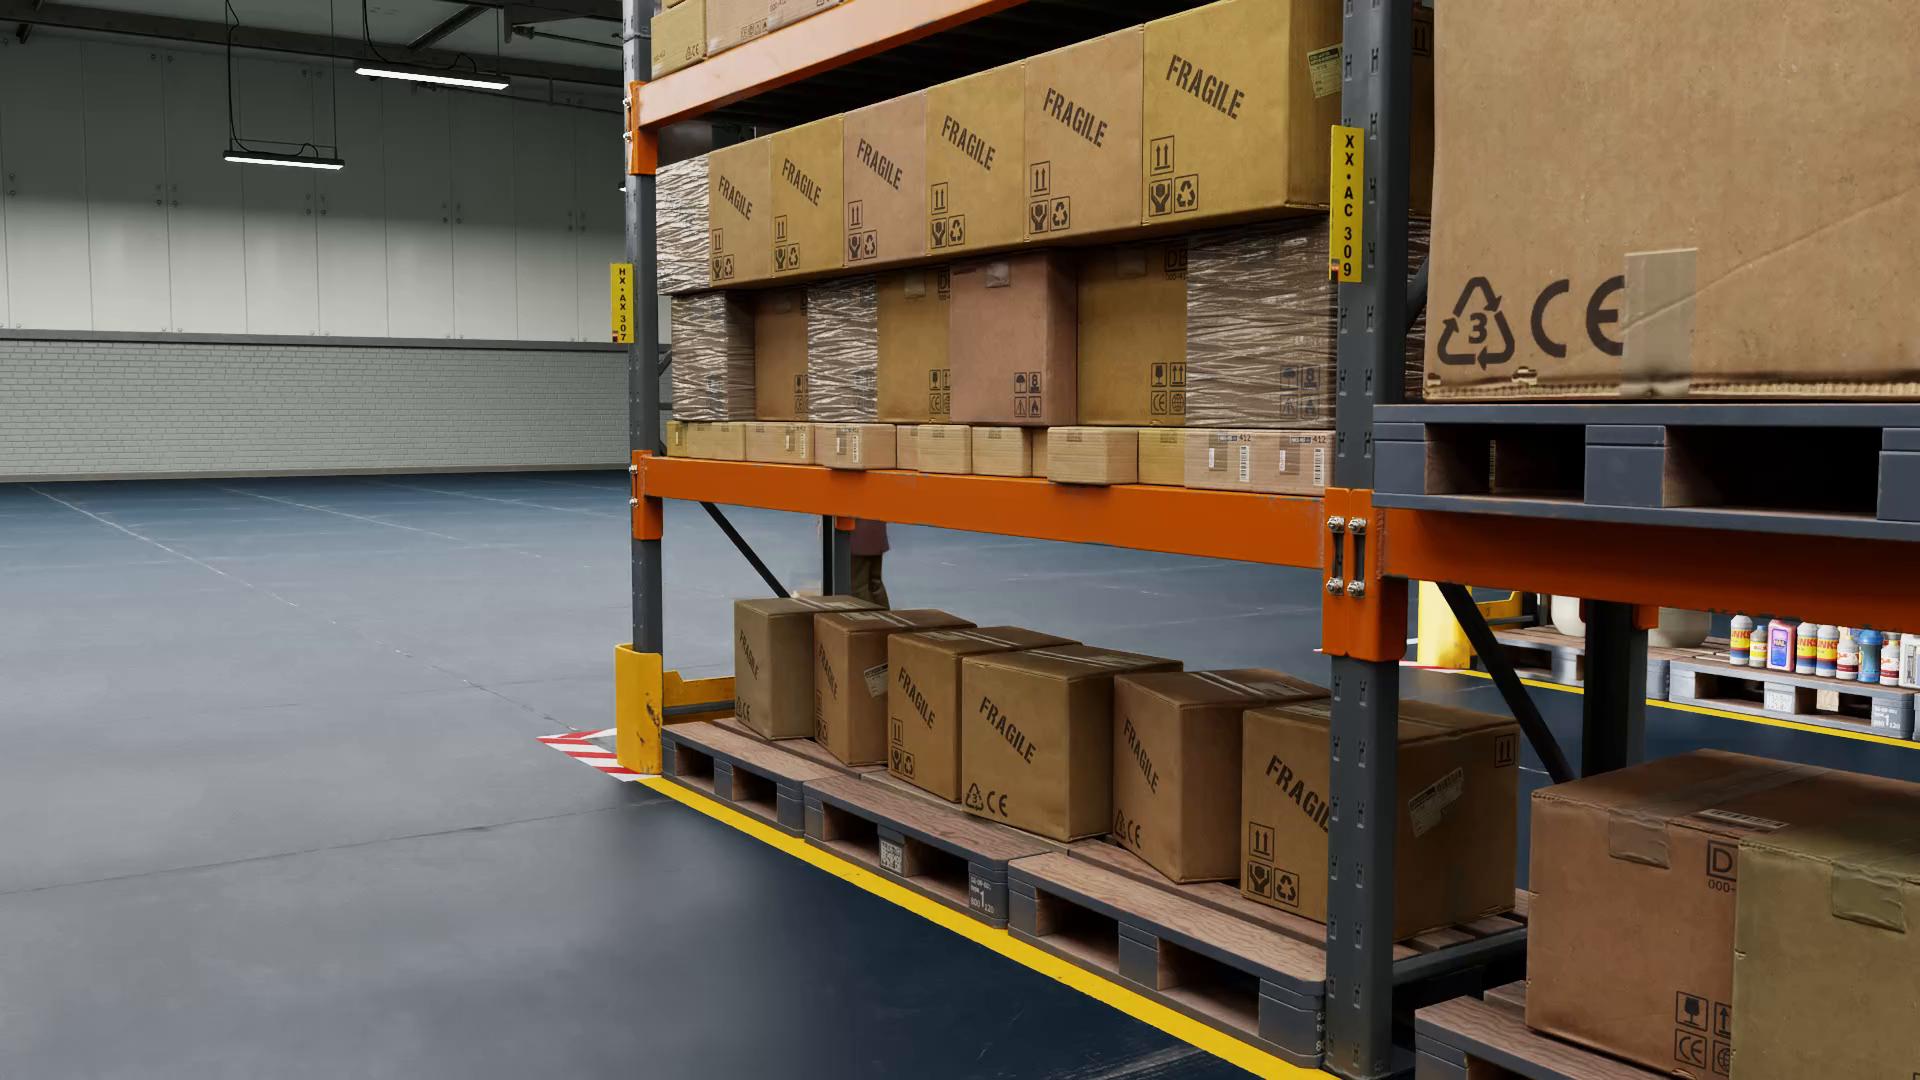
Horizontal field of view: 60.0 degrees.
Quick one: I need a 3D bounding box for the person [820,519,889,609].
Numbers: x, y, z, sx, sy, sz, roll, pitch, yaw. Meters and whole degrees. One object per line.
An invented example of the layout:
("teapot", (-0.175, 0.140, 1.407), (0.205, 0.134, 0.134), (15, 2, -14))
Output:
("person", (-0.595, -0.127, 9.087), (0.491, 1.779, 0.683), (0, 5, -2))
